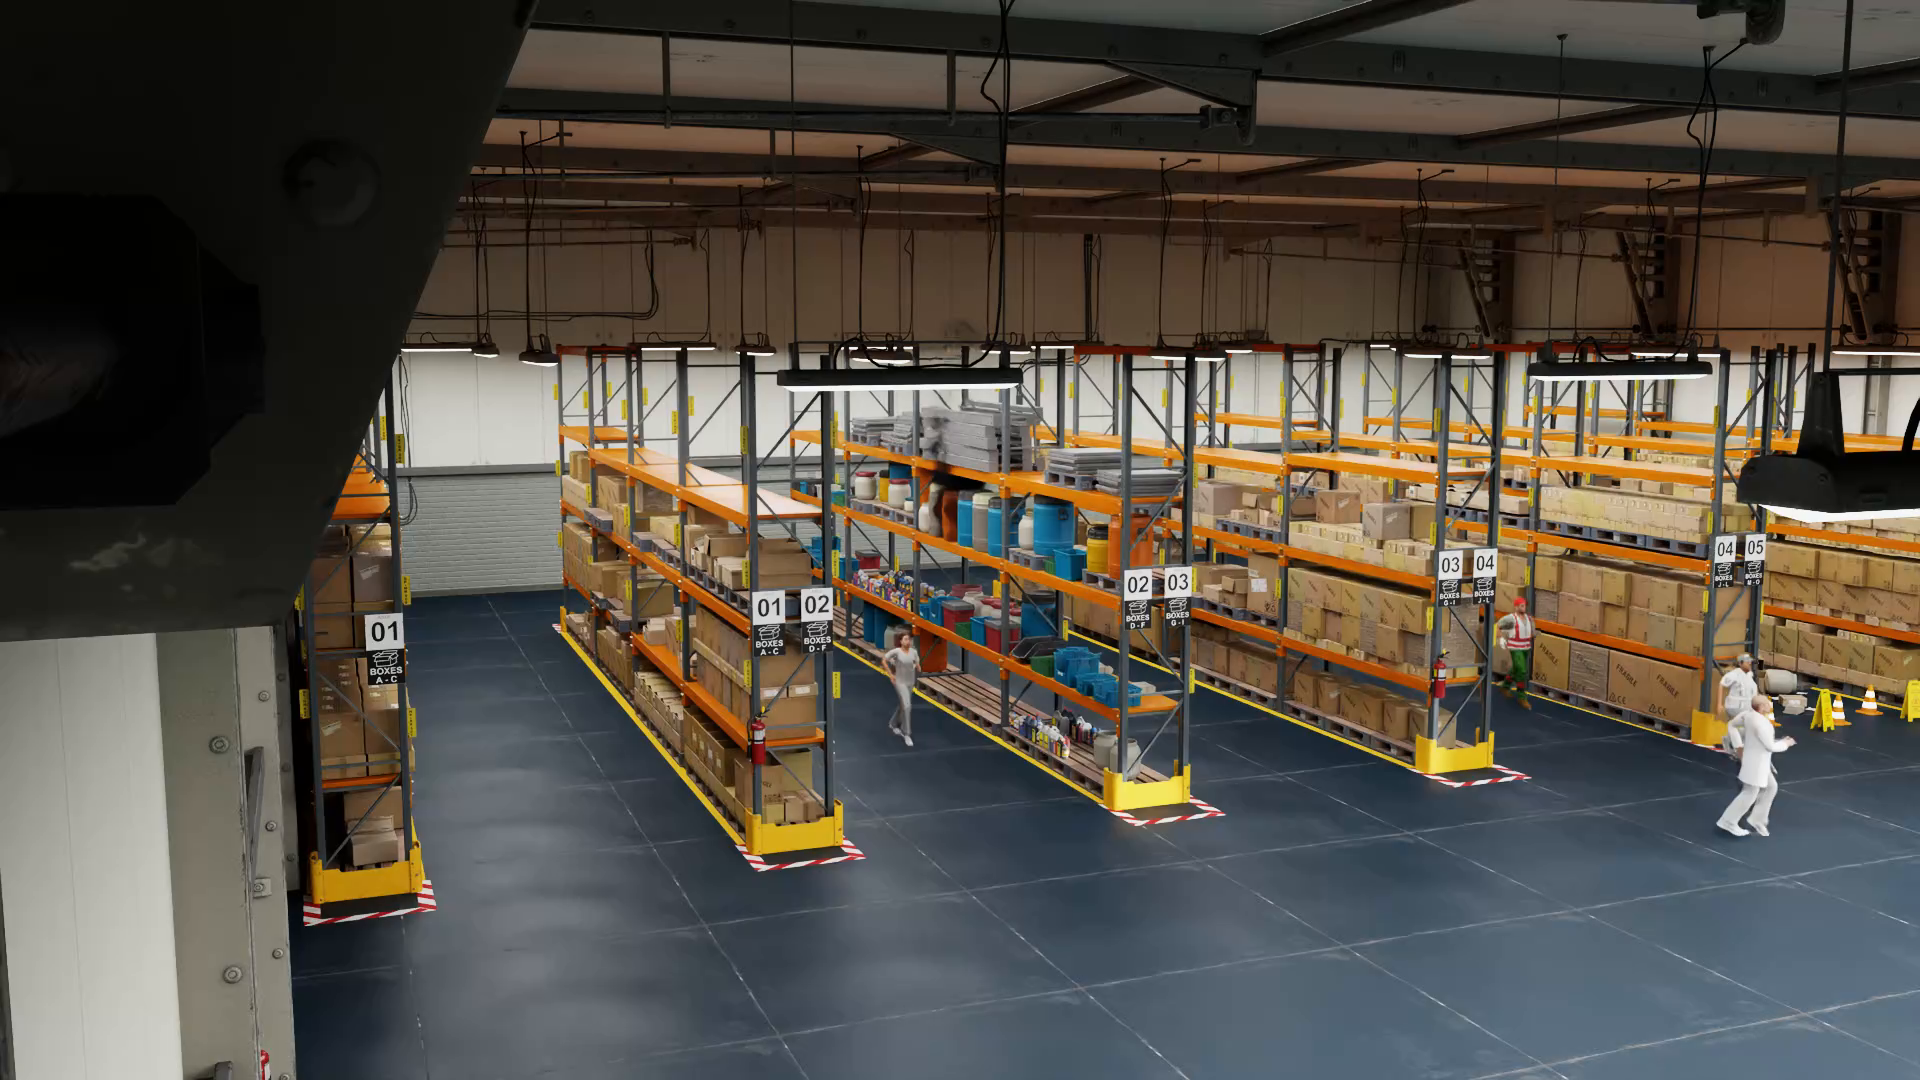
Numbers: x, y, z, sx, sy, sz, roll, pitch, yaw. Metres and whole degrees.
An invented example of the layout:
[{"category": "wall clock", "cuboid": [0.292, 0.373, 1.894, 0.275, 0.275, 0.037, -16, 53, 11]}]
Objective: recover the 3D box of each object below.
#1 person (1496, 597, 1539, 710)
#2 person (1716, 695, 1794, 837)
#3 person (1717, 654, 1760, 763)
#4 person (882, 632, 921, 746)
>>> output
[{"category": "person", "cuboid": [9.412, 1.872, 28.049, 0.651, 1.835, 0.846, -4, 8, -28]}, {"category": "person", "cuboid": [9.897, 2.837, 20.684, 0.841, 1.857, 0.708, 2, 7, 13]}, {"category": "person", "cuboid": [11.462, 2.475, 24.308, 0.699, 1.609, 0.579, -5, 9, -33]}, {"category": "person", "cuboid": [-0.875, 2.258, 25.622, 0.550, 1.729, 0.780, -5, 9, -36]}]
